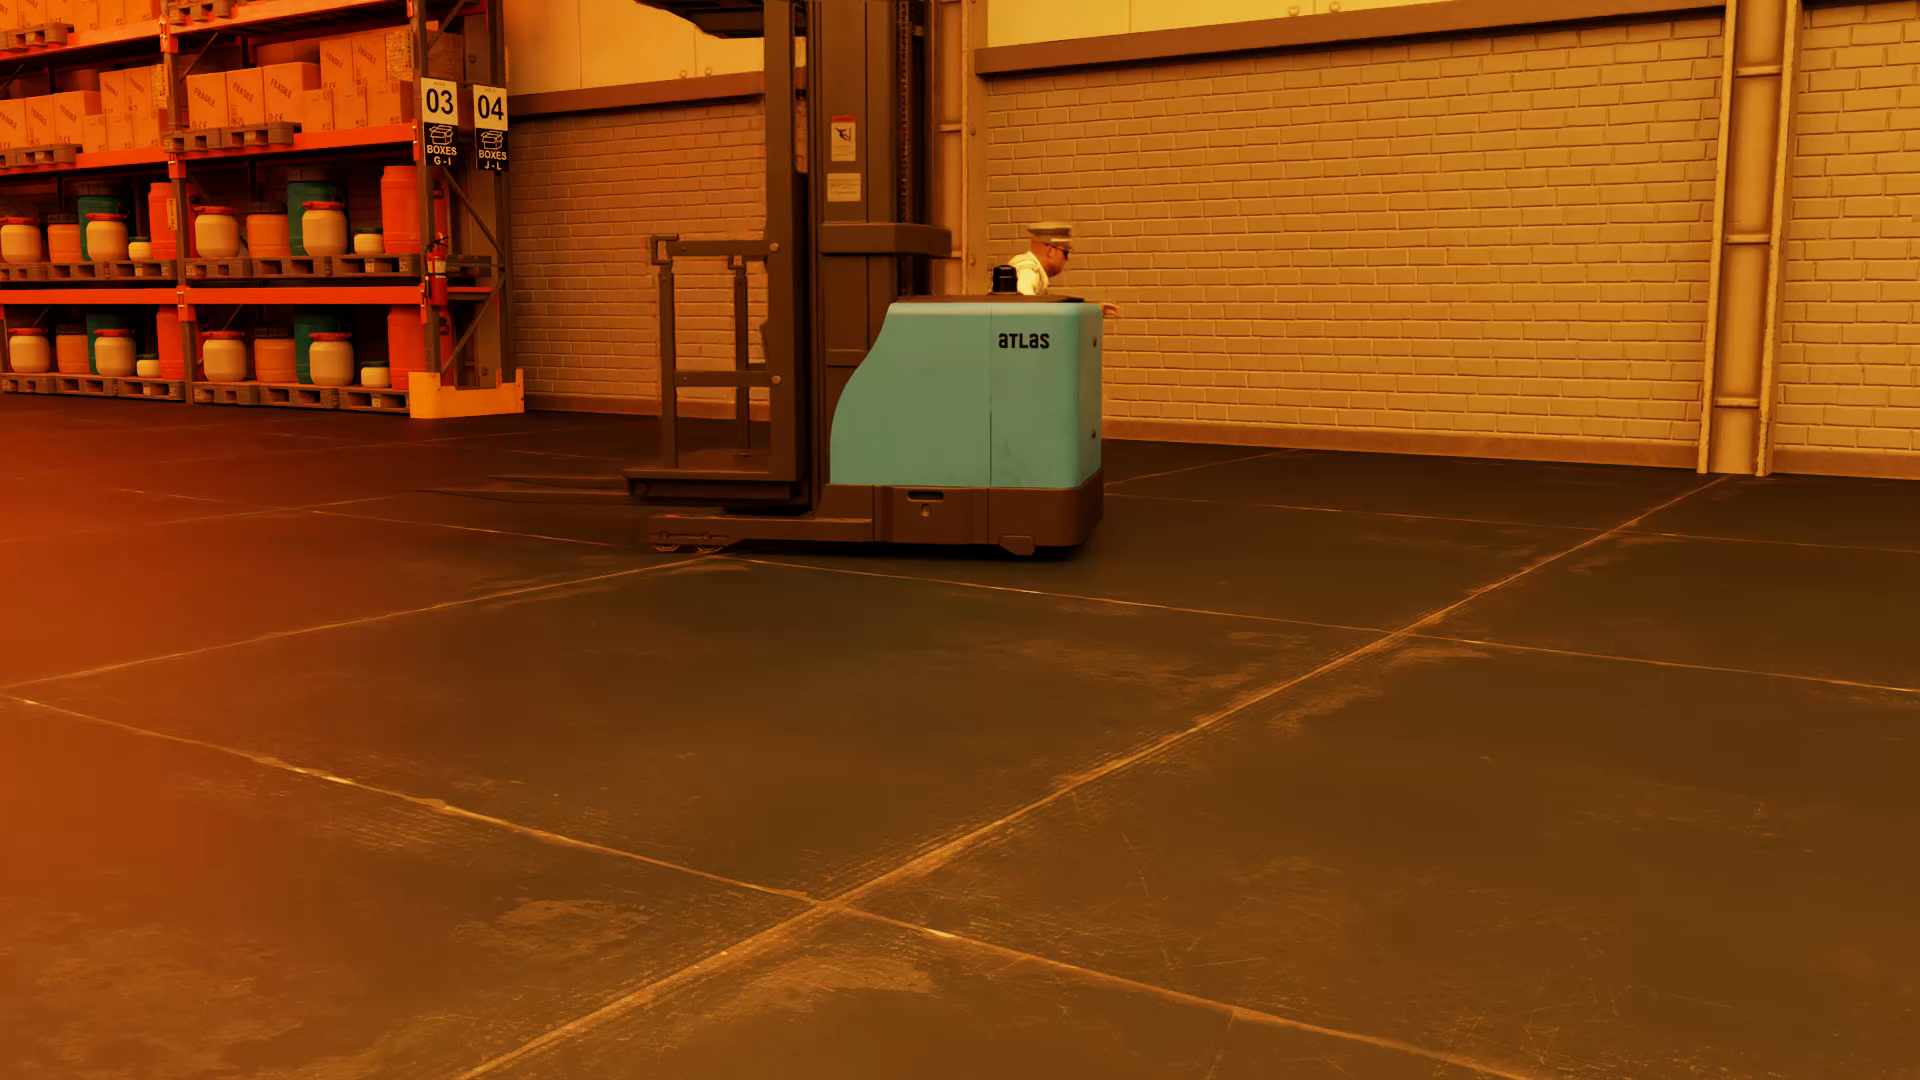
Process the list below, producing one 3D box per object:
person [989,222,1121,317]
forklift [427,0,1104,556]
[{"bbox_3d":[0.471,-0.902,8.703,0.951,1.516,1.080,-2,8,-14],"label":"person"},{"bbox_3d":[-0.897,-1.463,7.480,3.031,2.935,1.130,2,8,11],"label":"forklift"}]
